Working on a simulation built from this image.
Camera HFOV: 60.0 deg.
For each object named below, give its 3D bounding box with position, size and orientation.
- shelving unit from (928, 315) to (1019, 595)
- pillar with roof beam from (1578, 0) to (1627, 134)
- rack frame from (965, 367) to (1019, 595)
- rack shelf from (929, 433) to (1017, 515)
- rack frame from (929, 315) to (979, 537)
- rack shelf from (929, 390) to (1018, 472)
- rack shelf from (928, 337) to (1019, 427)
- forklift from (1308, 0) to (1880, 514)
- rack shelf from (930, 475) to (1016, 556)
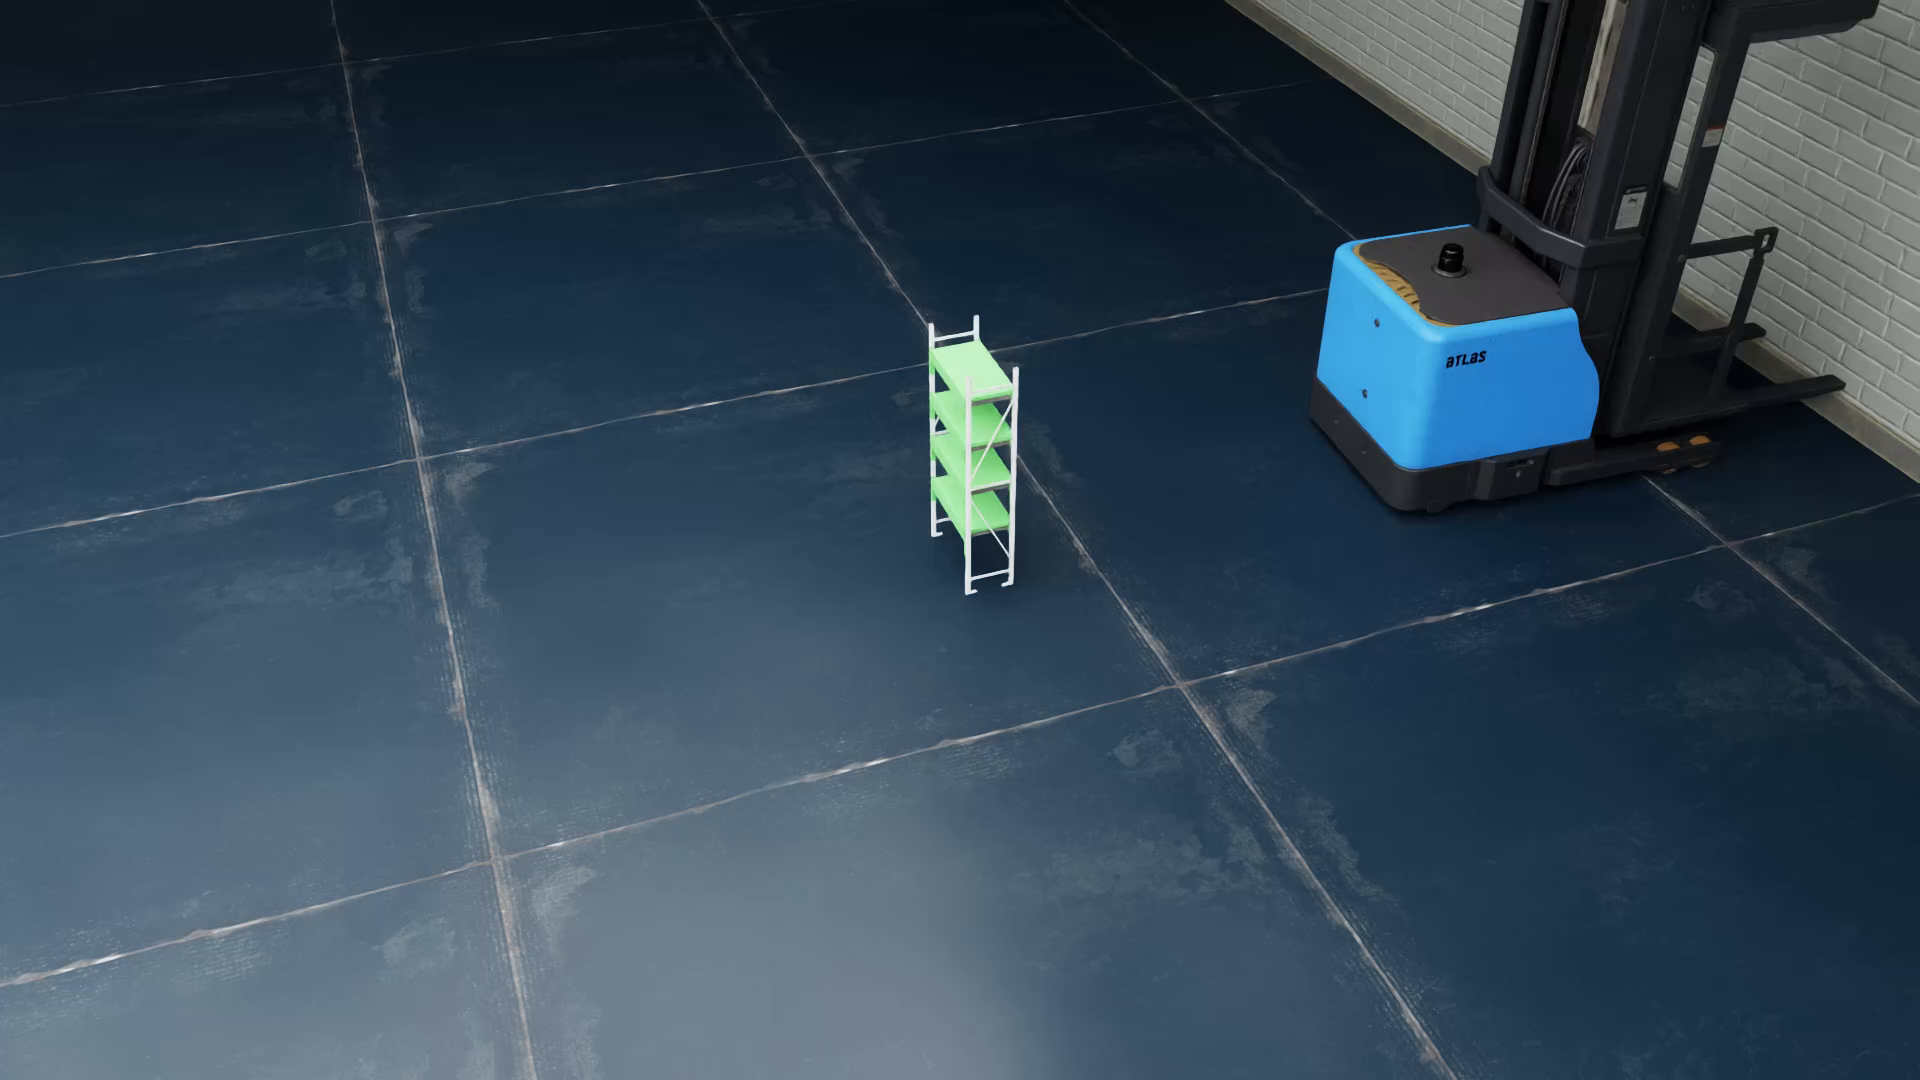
[{"bbox_3d":[0.057,-0.386,7.765,0.258,1.200,0.503,-12,39,-16],"label":"shelving unit"},{"bbox_3d":[-0.171,-4.618,6.902,9.100,9.000,0.400,-12,39,-16],"label":"pillar with roof beam"},{"bbox_3d":[0.141,-0.248,7.582,0.240,1.200,0.015,-12,39,-16],"label":"rack frame"},{"bbox_3d":[0.057,-0.335,7.803,0.258,0.148,0.480,-12,39,-16],"label":"rack shelf"},{"bbox_3d":[-0.027,-0.524,7.948,0.240,1.200,0.015,-12,39,-16],"label":"rack frame"},{"bbox_3d":[0.057,-0.526,7.659,0.258,0.148,0.480,-12,39,-16],"label":"rack shelf"},{"bbox_3d":[0.057,-0.718,7.515,0.258,0.148,0.480,-12,39,-16],"label":"rack shelf"},{"bbox_3d":[3.471,-1.812,8.219,3.031,2.935,1.130,-10,38,-14],"label":"forklift"},{"bbox_3d":[0.057,-0.143,7.948,0.258,0.148,0.480,-12,39,-16],"label":"rack shelf"}]
